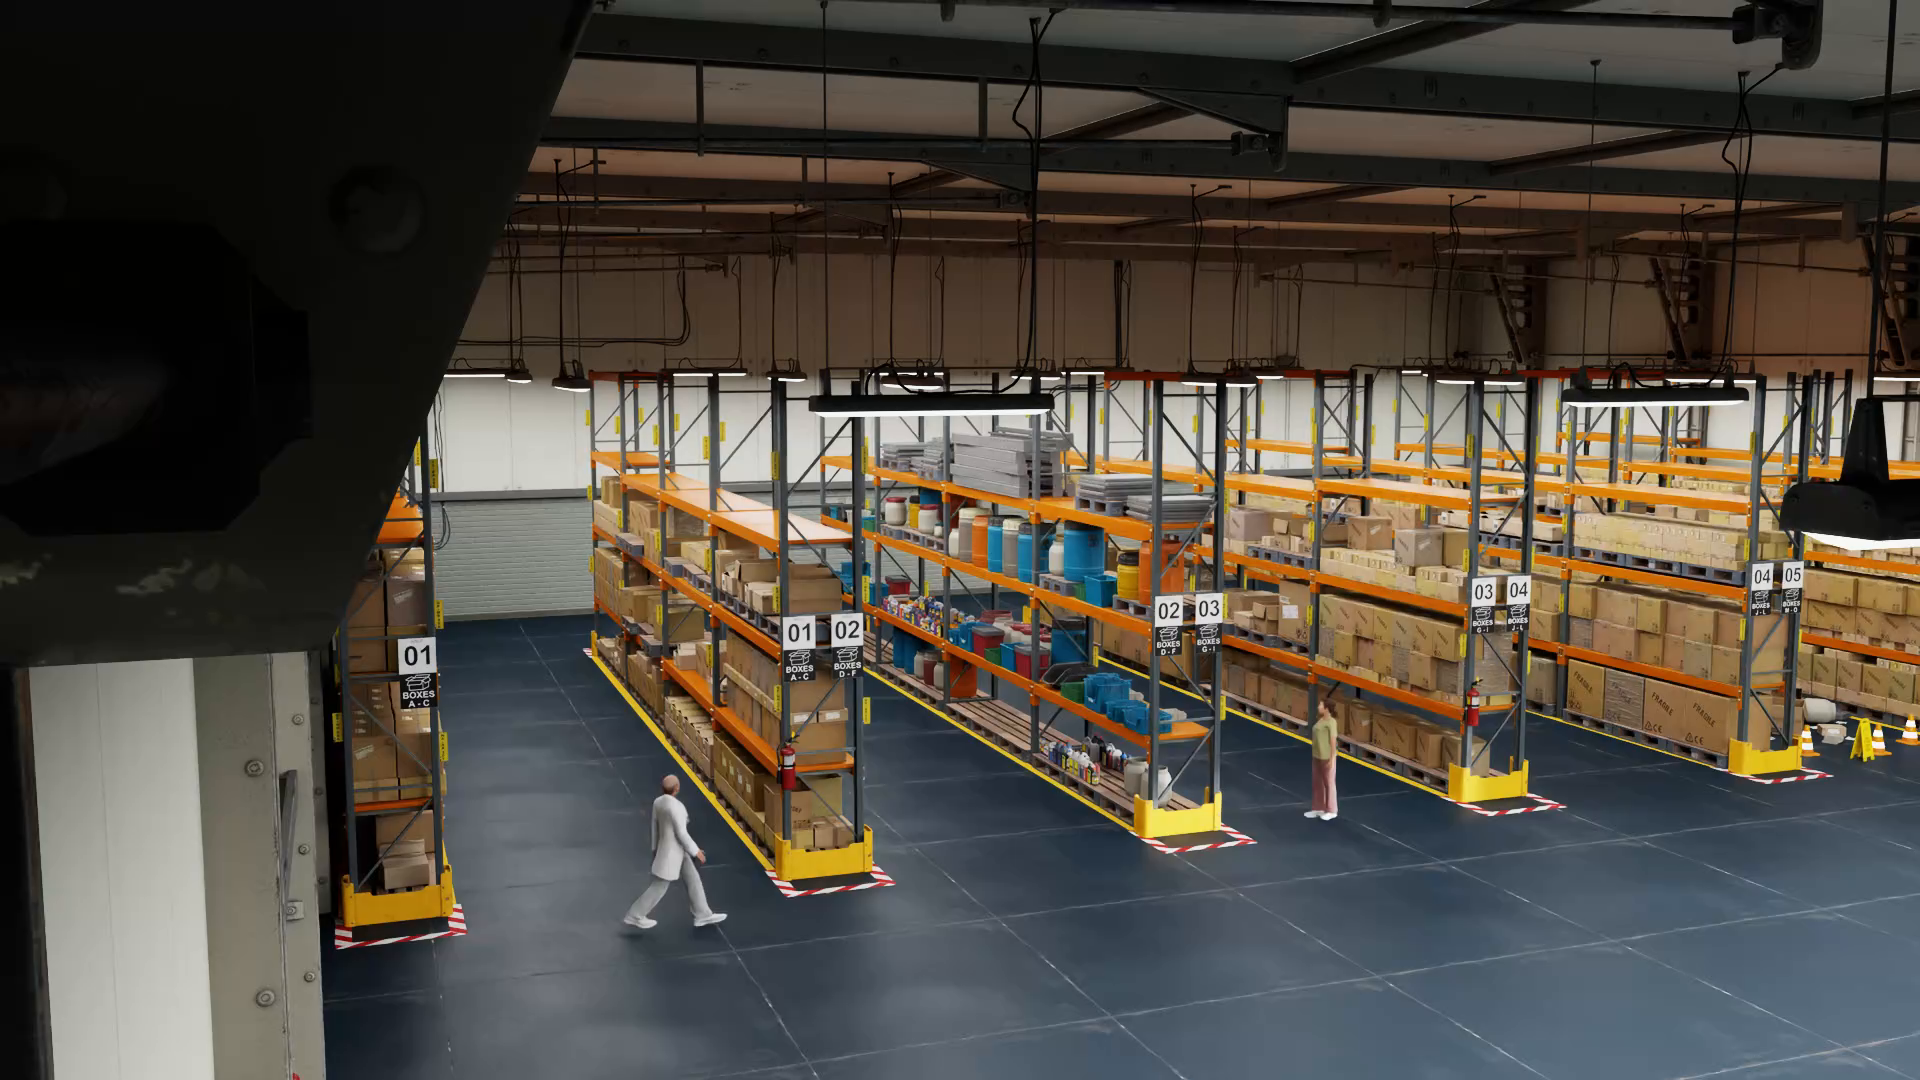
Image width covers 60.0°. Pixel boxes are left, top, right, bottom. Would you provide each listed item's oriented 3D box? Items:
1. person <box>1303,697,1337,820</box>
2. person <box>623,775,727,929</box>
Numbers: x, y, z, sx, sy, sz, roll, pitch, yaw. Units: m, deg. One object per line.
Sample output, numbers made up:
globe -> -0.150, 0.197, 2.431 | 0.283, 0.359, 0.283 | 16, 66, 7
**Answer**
person -> 4.974, 2.981, 22.655 | 0.367, 1.687, 0.479 | -3, 7, -25
person -> -3.148, 3.436, 18.291 | 1.116, 1.736, 0.523 | 0, 6, -1
